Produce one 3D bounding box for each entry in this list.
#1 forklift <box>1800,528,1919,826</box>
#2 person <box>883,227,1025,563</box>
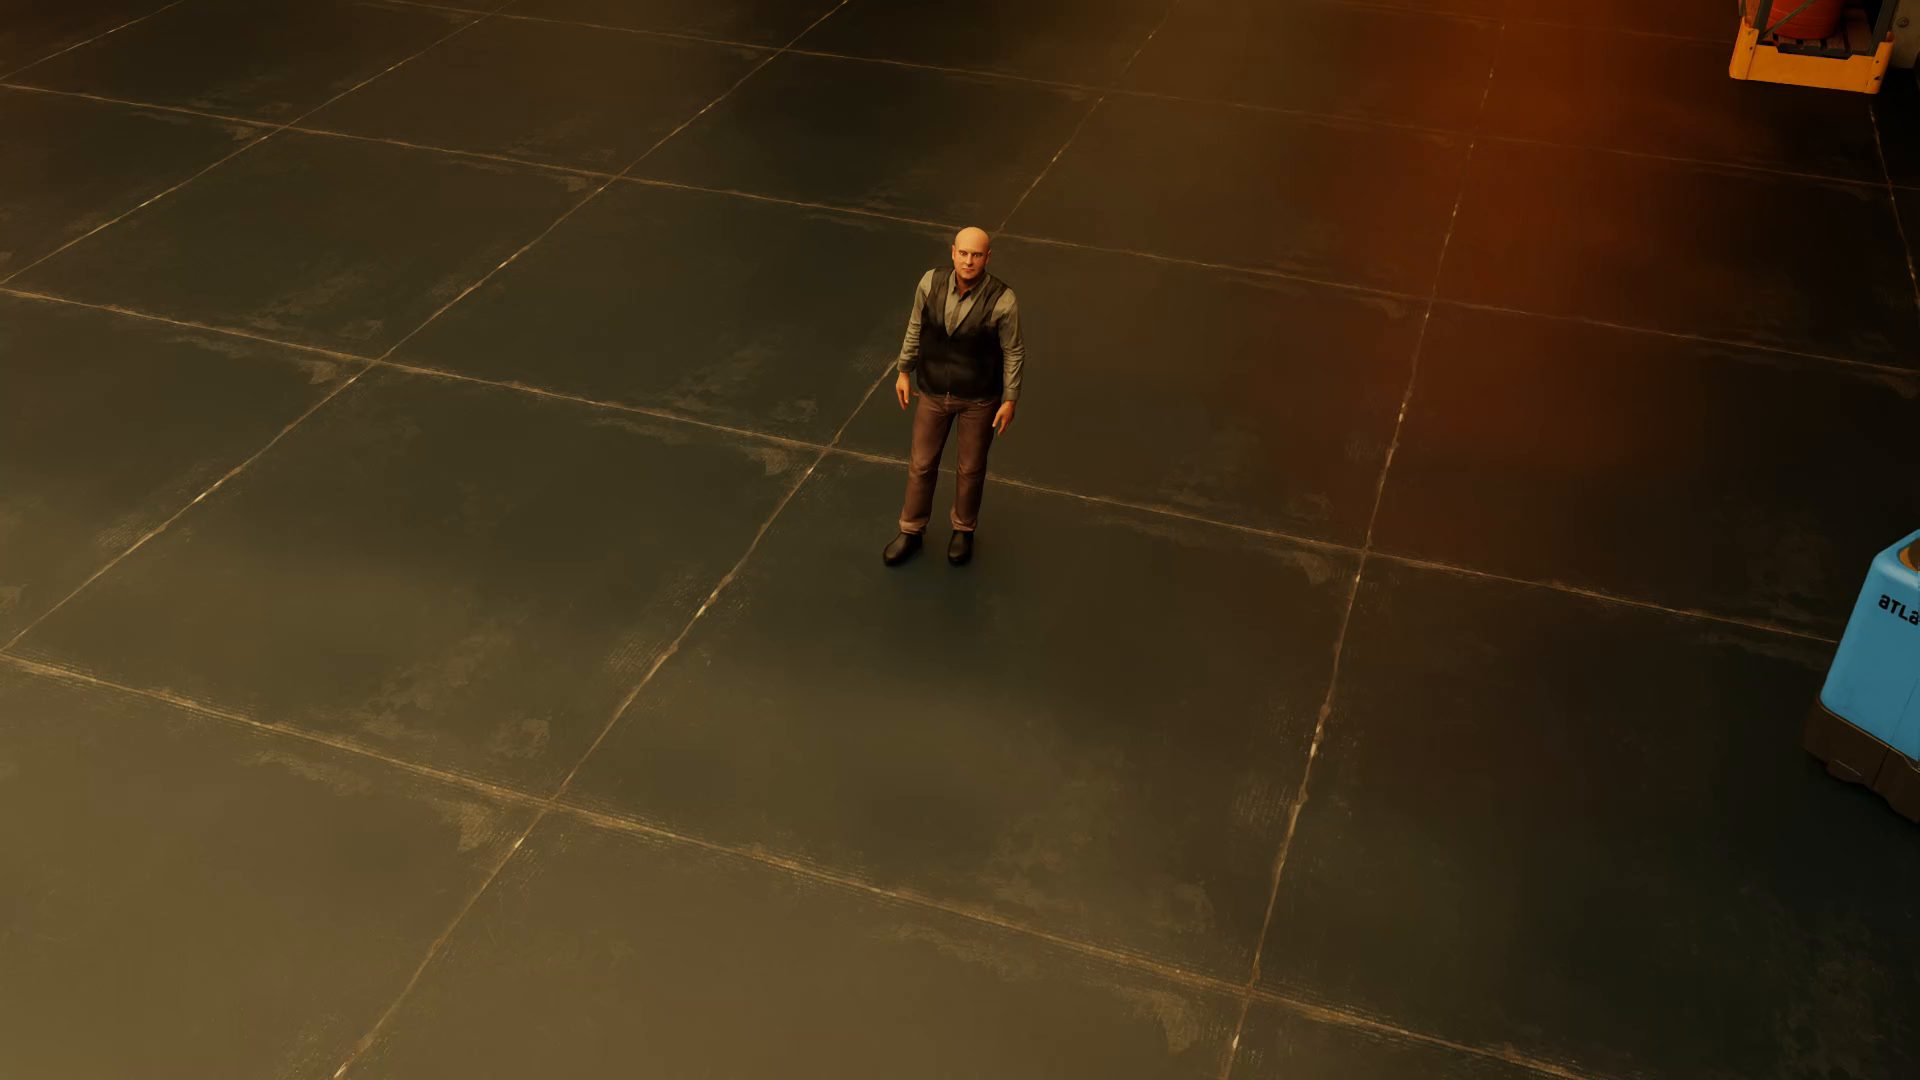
[{"bbox_3d":[4.940,0.277,5.720,1.130,2.935,3.031,-22,41,-28],"label":"forklift"},{"bbox_3d":[-0.031,-0.672,8.091,0.632,1.720,0.552,12,37,16],"label":"person"}]
